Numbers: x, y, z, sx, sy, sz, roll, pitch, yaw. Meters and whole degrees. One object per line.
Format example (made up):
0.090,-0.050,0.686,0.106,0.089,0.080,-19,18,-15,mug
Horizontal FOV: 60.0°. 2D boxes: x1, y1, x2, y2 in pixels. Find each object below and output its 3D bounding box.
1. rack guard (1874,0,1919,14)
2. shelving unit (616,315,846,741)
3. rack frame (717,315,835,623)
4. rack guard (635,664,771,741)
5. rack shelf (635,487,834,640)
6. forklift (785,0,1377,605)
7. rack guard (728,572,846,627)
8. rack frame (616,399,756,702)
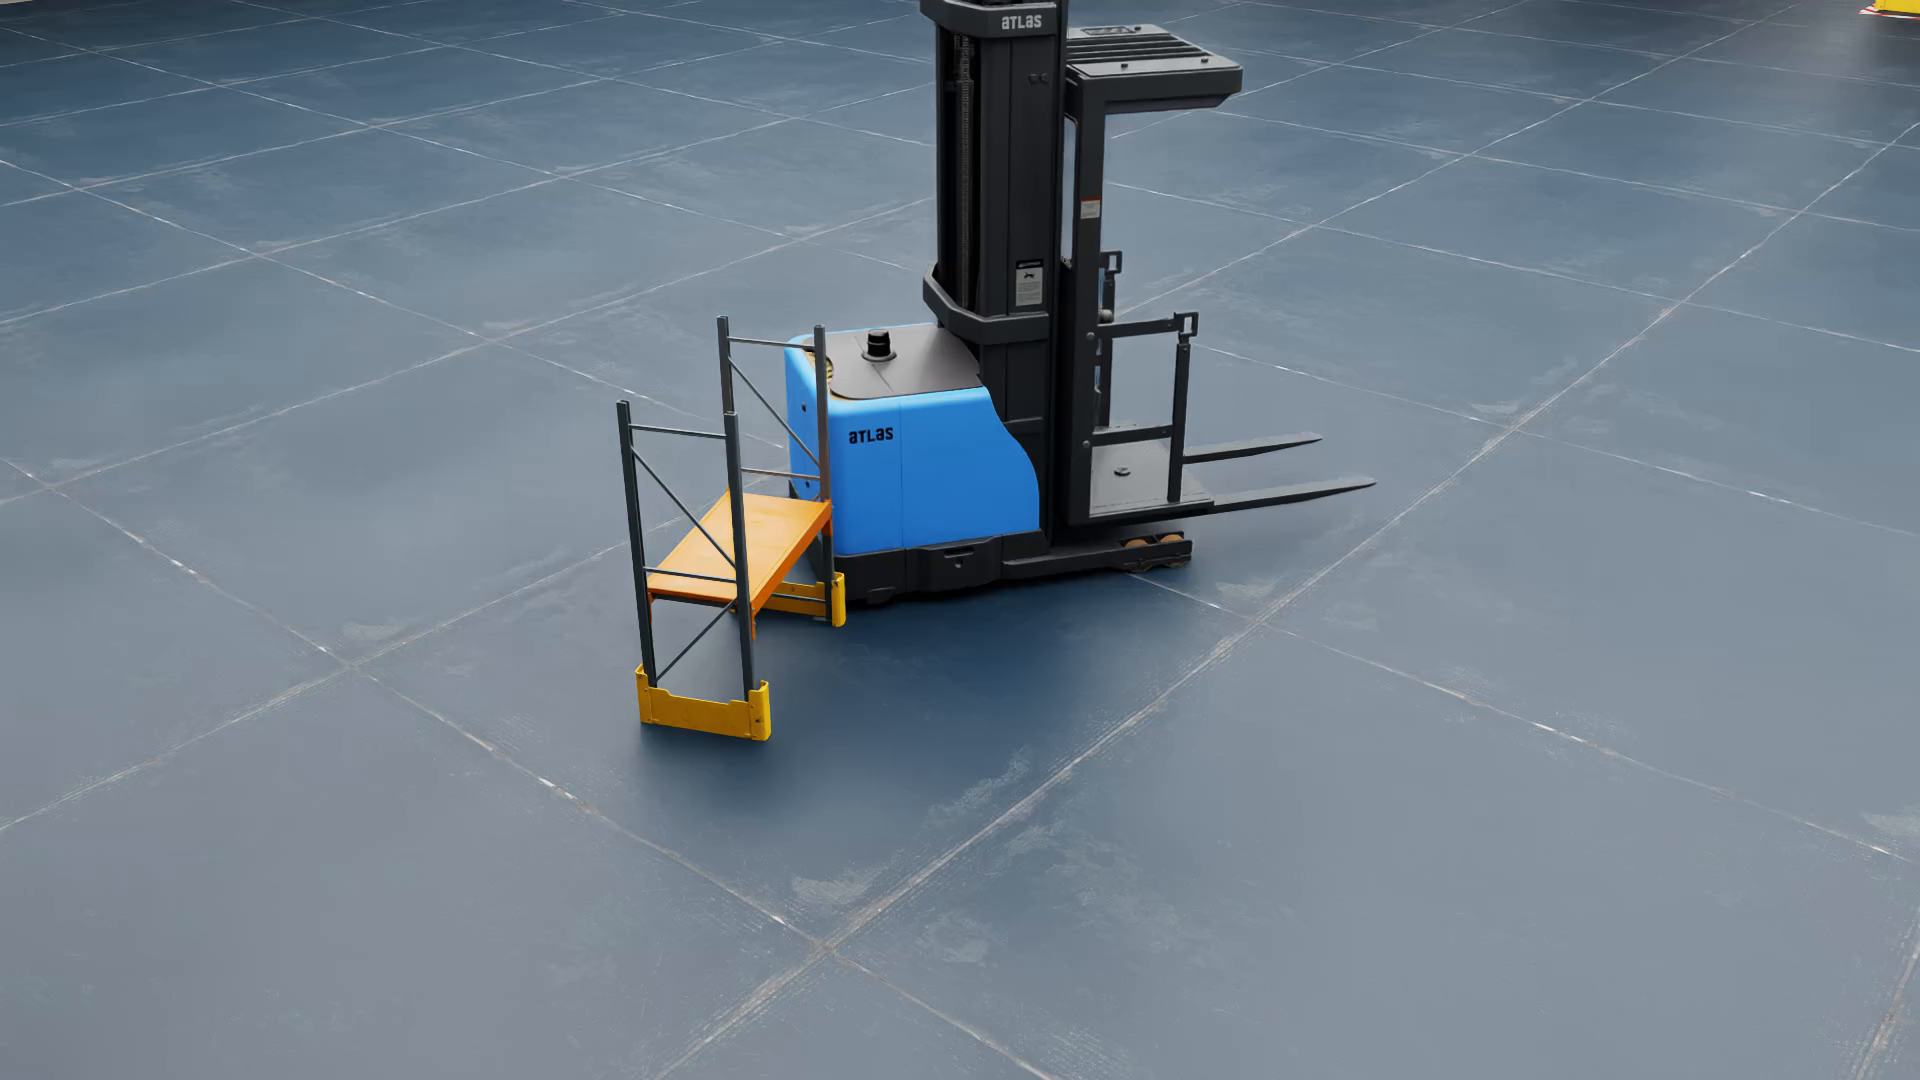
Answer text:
13.114,-7.418,22.546,1.175,0.500,0.348,21,34,34,rack guard
-0.970,-0.081,7.274,0.587,1.500,1.083,7,28,14,shelving unit
-0.839,-0.302,7.702,0.500,1.500,0.032,7,28,14,rack frame
-1.101,0.695,7.135,0.587,0.250,0.087,7,28,14,rack guard
-0.973,0.083,7.349,0.538,0.185,1.000,7,28,14,rack shelf
0.678,-1.361,8.190,3.031,2.935,1.130,-8,28,-15,forklift
-0.839,0.253,7.988,0.587,0.250,0.087,7,28,14,rack guard
-1.106,0.148,6.831,0.500,1.500,0.032,7,28,14,rack frame
